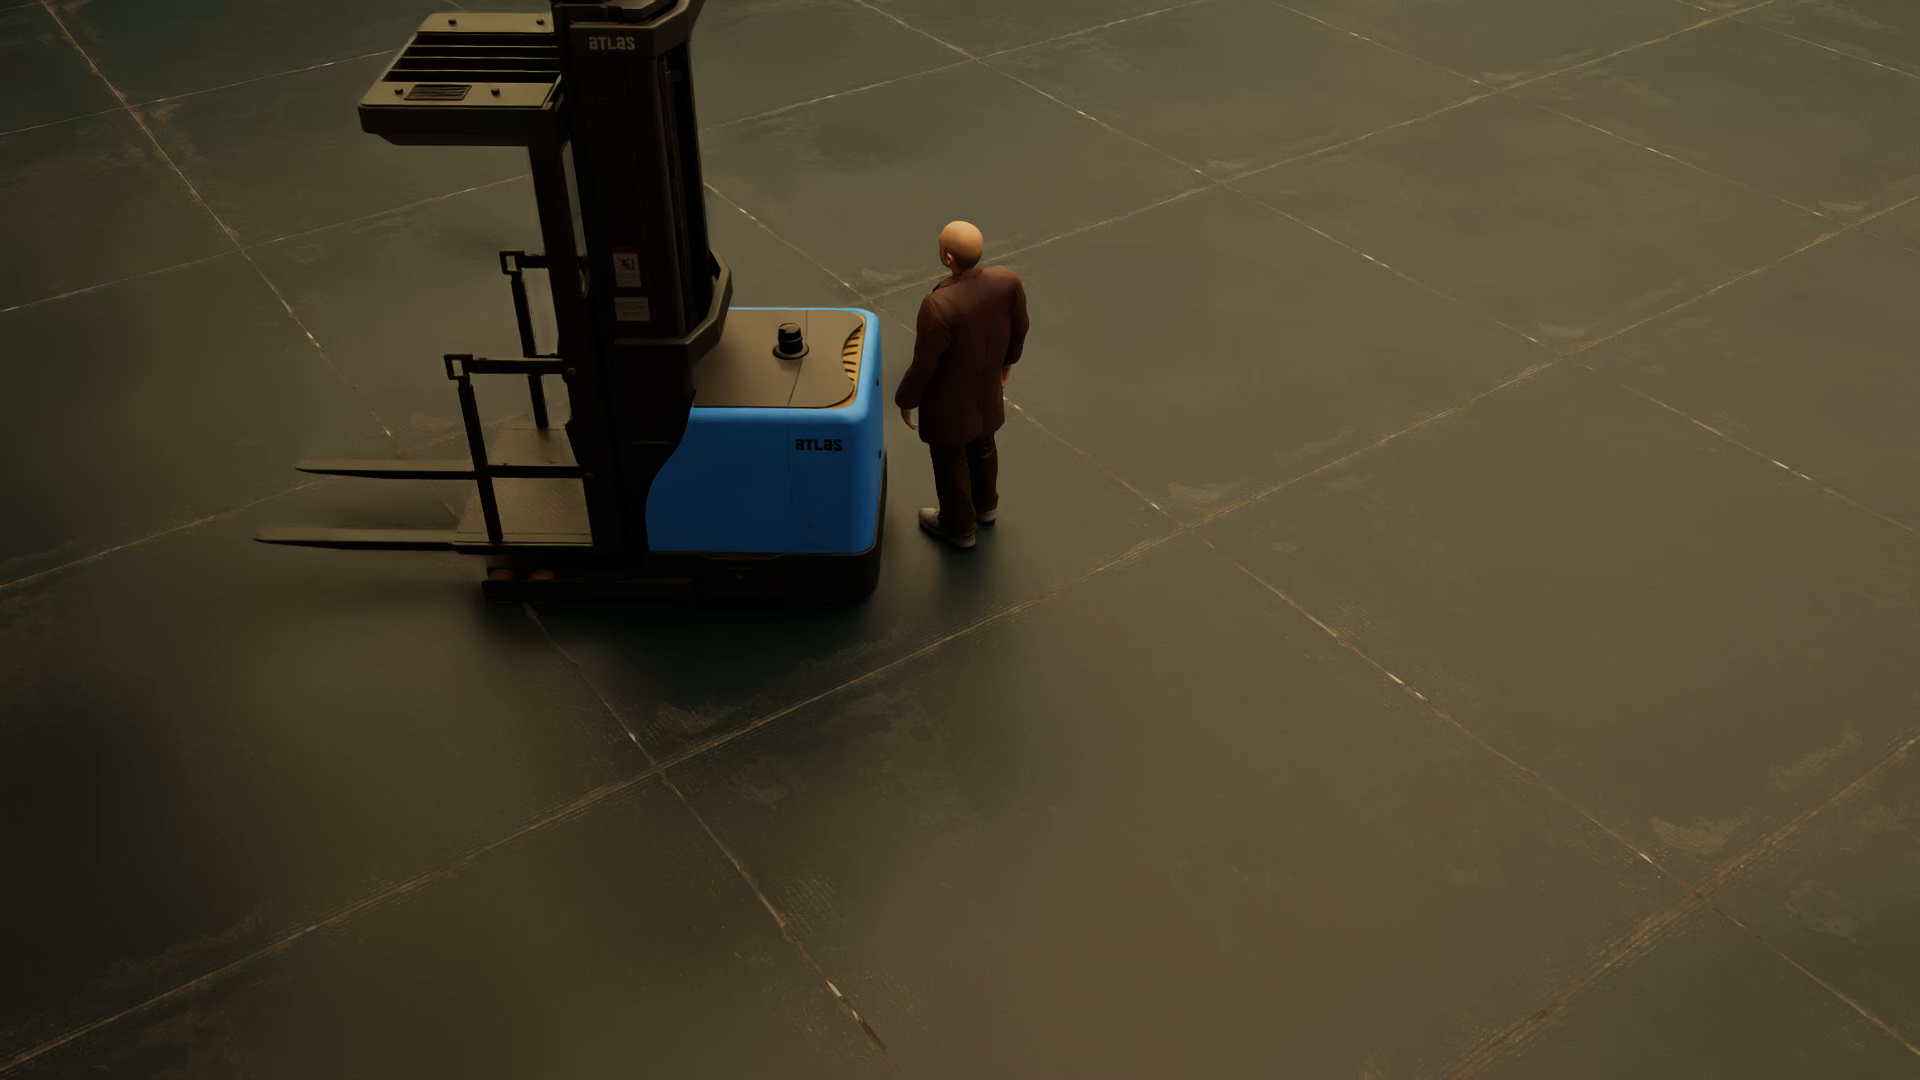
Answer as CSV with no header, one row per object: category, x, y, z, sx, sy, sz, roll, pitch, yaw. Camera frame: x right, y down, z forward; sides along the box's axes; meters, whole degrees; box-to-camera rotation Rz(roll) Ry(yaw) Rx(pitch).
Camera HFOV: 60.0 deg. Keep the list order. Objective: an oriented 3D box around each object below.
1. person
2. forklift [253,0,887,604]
person,-0.048,-0.766,7.939,0.696,1.775,0.582,-23,42,-28
forklift,-1.904,-1.185,7.547,3.031,2.935,1.130,1,36,1
